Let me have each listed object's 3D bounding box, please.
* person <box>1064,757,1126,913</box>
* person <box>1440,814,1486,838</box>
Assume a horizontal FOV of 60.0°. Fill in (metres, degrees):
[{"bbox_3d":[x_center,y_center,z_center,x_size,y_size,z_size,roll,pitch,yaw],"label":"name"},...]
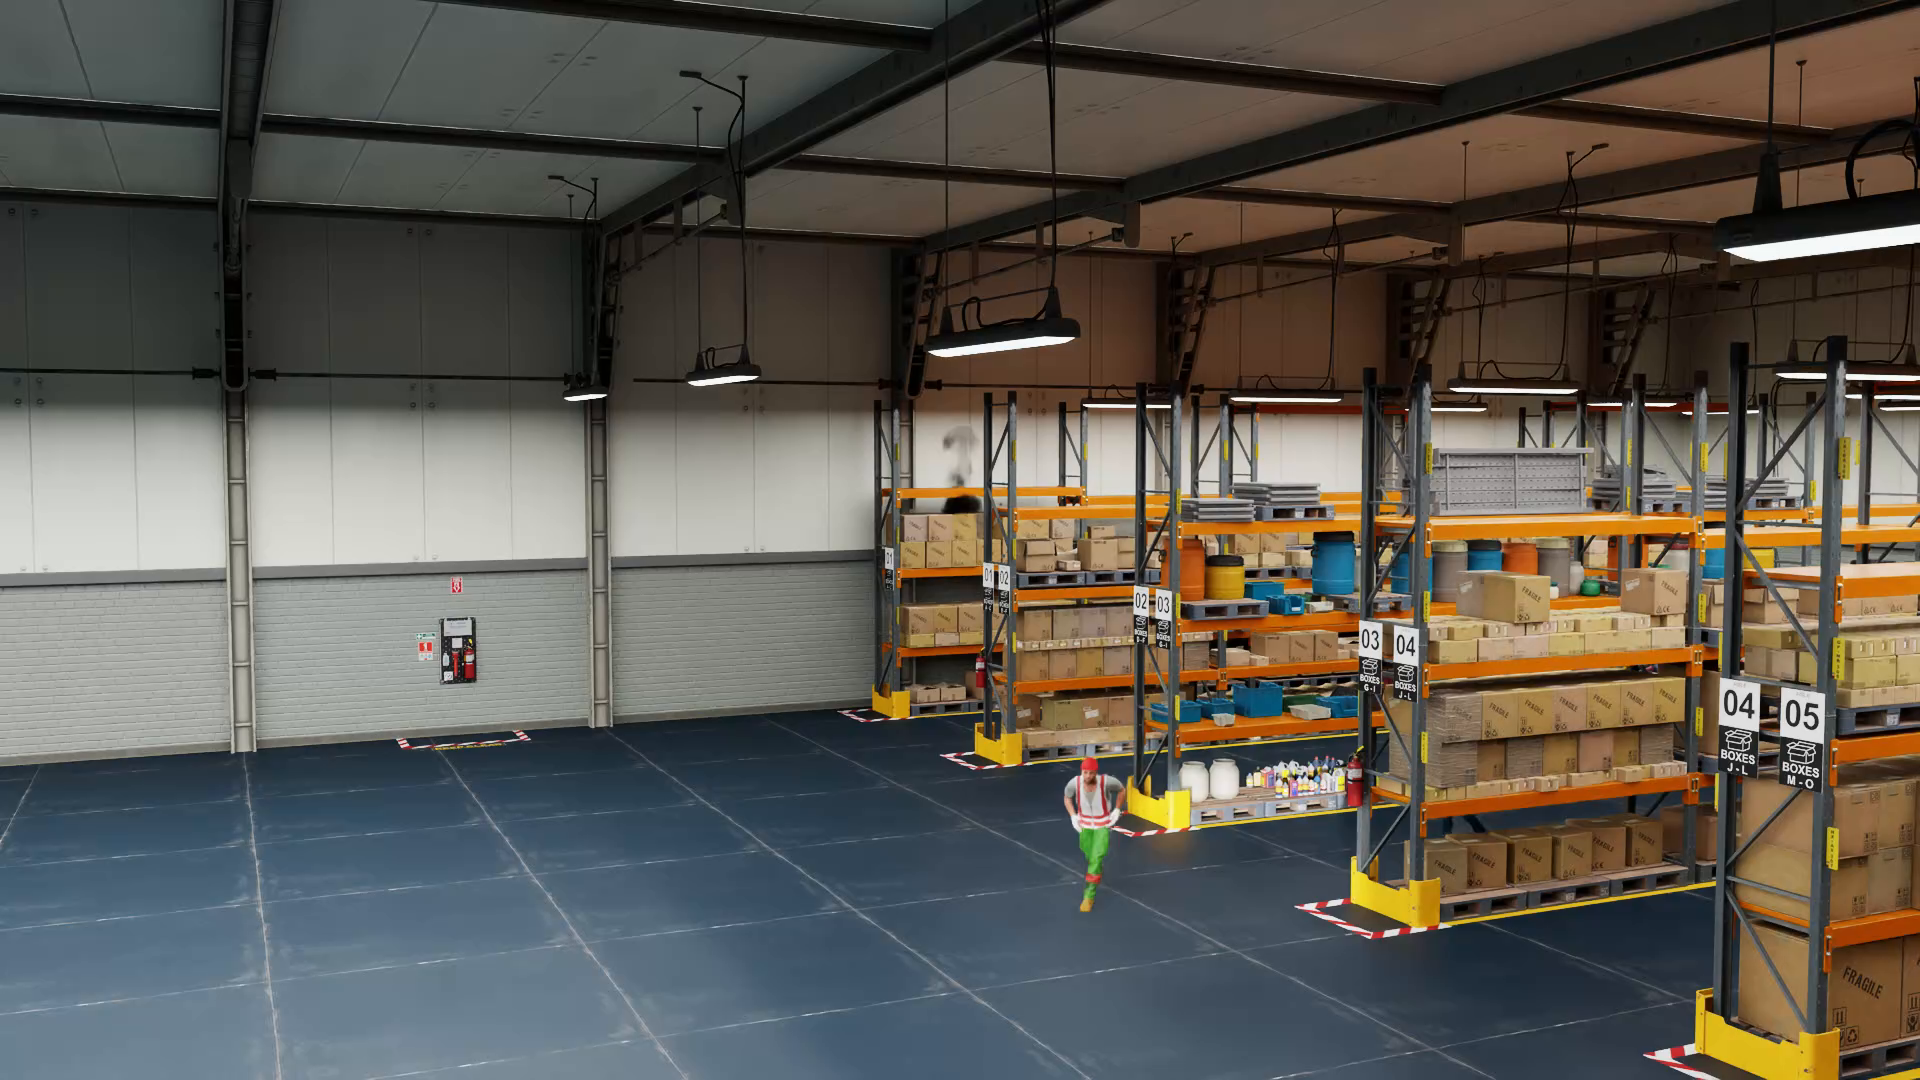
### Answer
[{"bbox_3d":[1.522,3.238,18.721,0.689,1.730,1.049,1,3,10],"label":"person"},{"bbox_3d":[6.315,3.145,20.910,0.813,1.621,0.521,-1,4,-23],"label":"person"}]
